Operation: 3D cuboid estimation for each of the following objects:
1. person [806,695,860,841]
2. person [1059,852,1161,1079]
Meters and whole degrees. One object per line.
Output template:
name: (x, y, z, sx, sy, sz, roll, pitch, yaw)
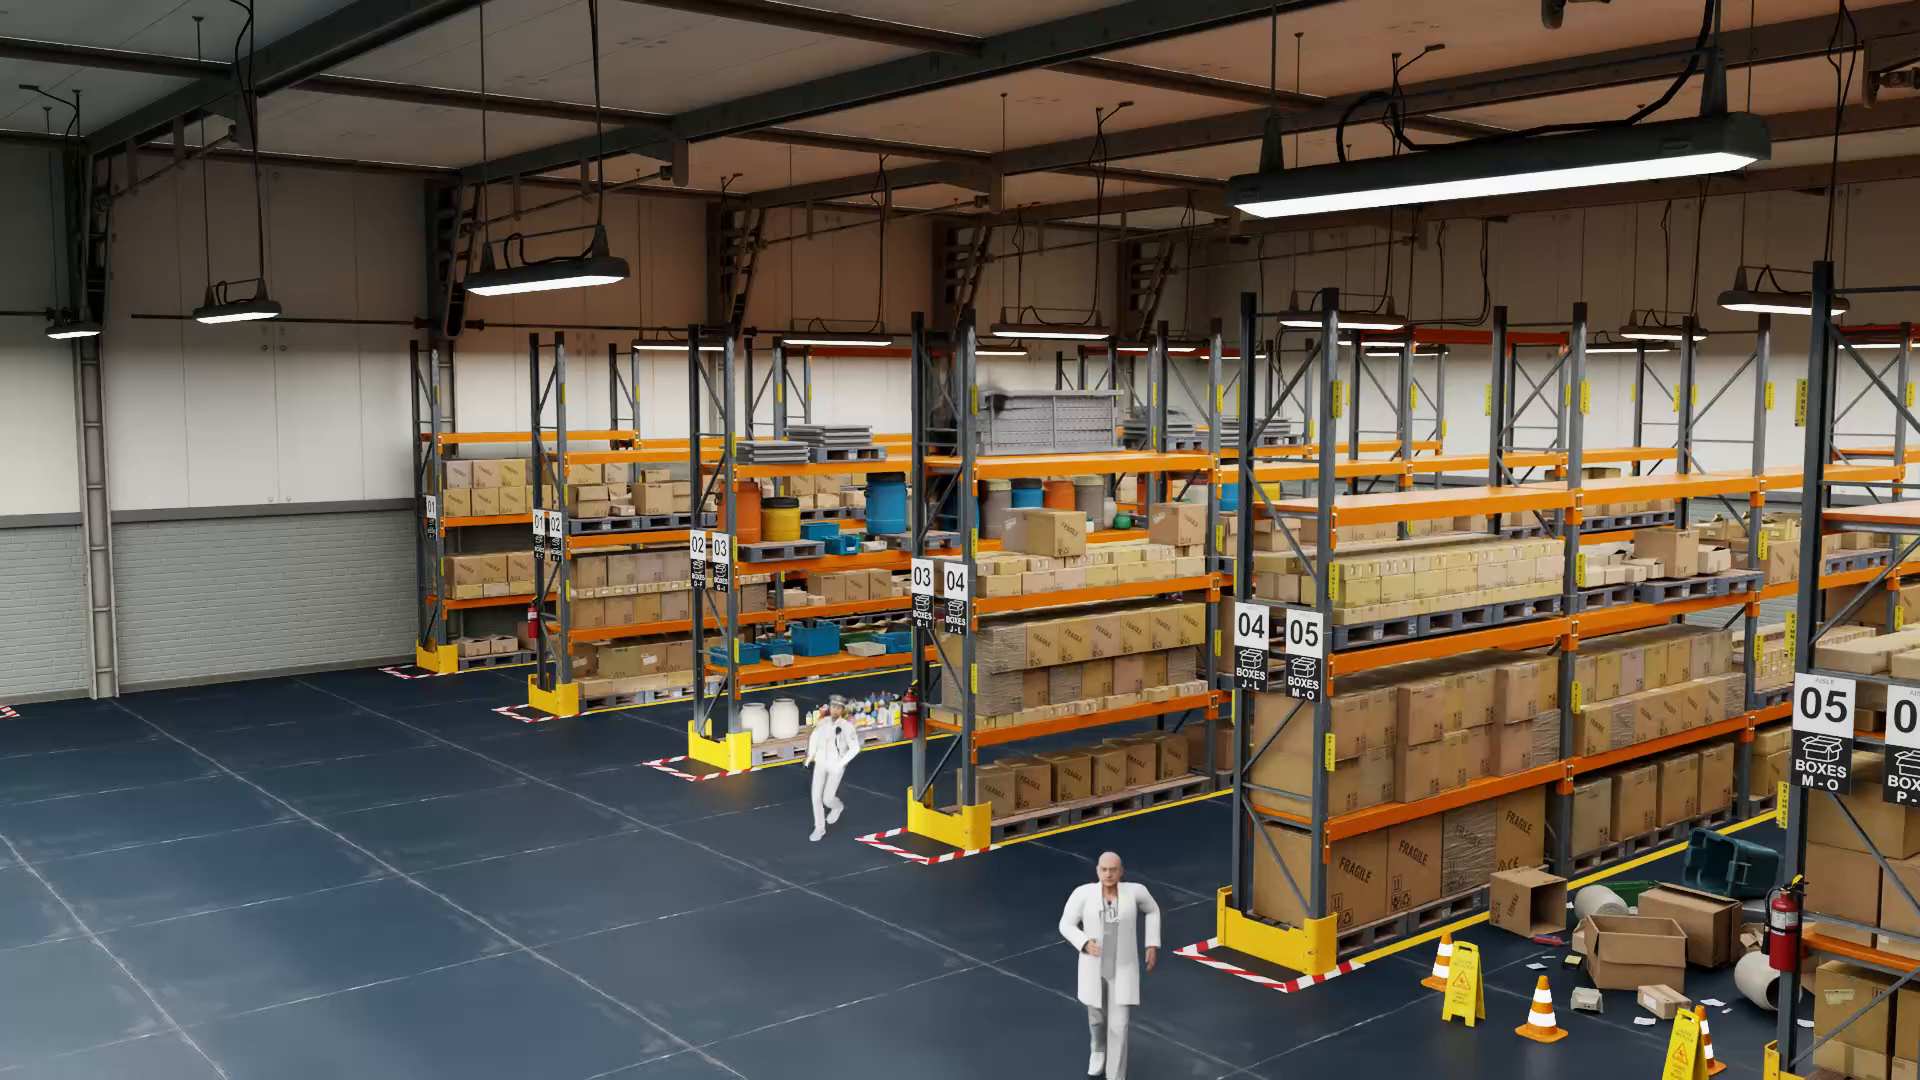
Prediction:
person: (-1.453, 2.589, 19.102, 0.664, 1.665, 0.615, 2, 6, 21)
person: (1.093, 3.200, 12.134, 0.735, 1.732, 0.932, 1, 5, 8)
